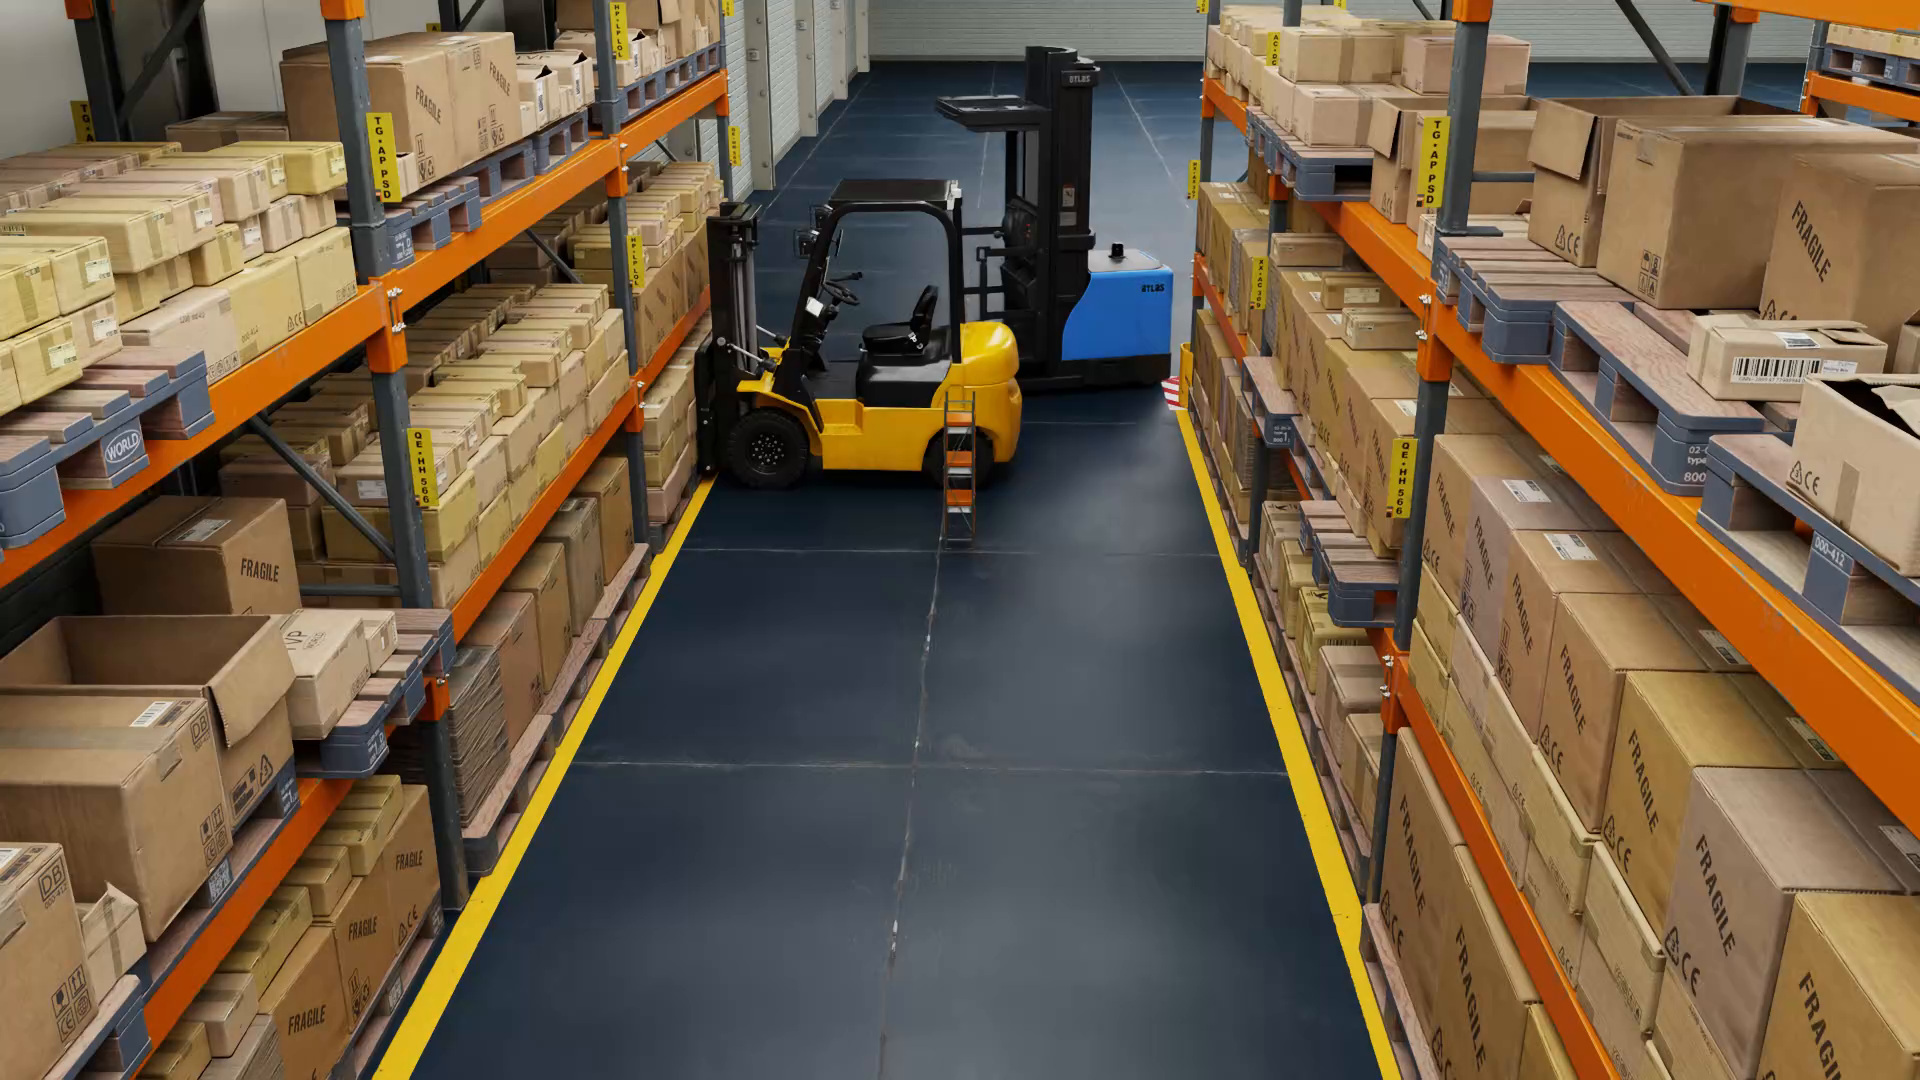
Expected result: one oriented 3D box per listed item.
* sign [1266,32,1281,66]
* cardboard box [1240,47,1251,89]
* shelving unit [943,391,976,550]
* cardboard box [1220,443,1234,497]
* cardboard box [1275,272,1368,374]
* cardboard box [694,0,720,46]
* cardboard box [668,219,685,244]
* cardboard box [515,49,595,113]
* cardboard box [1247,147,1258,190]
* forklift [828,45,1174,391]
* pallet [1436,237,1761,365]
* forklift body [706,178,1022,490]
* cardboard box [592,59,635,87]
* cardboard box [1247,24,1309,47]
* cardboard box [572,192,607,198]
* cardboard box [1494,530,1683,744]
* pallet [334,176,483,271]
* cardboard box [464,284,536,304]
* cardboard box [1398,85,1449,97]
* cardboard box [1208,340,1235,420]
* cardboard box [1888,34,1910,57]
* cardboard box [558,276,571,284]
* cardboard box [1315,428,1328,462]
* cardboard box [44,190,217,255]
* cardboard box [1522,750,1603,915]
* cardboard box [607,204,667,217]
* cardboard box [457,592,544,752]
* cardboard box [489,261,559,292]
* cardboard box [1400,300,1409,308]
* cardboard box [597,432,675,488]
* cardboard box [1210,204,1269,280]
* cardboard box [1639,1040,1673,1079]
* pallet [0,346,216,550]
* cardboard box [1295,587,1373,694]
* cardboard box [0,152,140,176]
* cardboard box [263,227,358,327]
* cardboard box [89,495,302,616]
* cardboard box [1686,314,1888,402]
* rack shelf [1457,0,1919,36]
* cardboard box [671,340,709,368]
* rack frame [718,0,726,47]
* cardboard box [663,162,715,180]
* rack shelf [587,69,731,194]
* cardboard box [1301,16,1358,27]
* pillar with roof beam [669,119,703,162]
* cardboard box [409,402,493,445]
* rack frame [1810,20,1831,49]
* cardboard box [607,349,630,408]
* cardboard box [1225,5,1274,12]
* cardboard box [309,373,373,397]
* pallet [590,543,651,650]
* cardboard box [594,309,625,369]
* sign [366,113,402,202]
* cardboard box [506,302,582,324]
[{"bbox_3d":[1.854,-2.823,9.797,0.100,0.325,0.005,1,21,2],"label":"sign"},{"bbox_3d":[2.185,-3.177,11.220,0.500,0.250,0.500,0,21,1],"label":"cardboard box"},{"bbox_3d":[-0.002,-0.470,11.289,0.215,1.050,0.252,1,21,2],"label":"shelving unit"},{"bbox_3d":[2.152,-0.504,11.901,0.500,0.250,0.500,0,21,0],"label":"cardboard box"},{"bbox_3d":[2.081,-1.214,9.381,0.500,0.500,0.500,1,21,2],"label":"cardboard box"},{"bbox_3d":[-2.214,-4.205,13.215,0.500,0.500,0.500,1,21,3],"label":"cardboard box"},{"bbox_3d":[-2.226,-2.254,12.156,0.380,0.149,0.250,0,21,1],"label":"cardboard box"},{"bbox_3d":[-2.344,-2.569,9.260,0.500,0.311,0.500,0,21,0],"label":"cardboard box"},{"bbox_3d":[2.720,-3.091,13.417,0.700,0.500,0.500,0,21,0],"label":"cardboard box"},{"bbox_3d":[0.344,-2.816,14.735,3.031,2.935,1.130,-5,22,-13],"label":"forklift"},{"bbox_3d":[2.308,-0.811,5.587,1.213,0.211,1.003,2,21,4],"label":"pallet"},{"bbox_3d":[-0.678,-1.579,12.624,2.313,2.155,1.214,1,21,2],"label":"forklift body"},{"bbox_3d":[-2.248,-2.916,10.380,0.380,0.149,0.250,1,21,3],"label":"cardboard box"},{"bbox_3d":[2.160,-3.420,11.296,0.380,0.149,0.250,1,21,2],"label":"cardboard box"},{"bbox_3d":[-2.743,-2.490,12.353,0.380,0.149,0.250,1,21,2],"label":"cardboard box"},{"bbox_3d":[1.978,0.295,5.101,0.500,0.500,0.500,1,21,3],"label":"cardboard box"},{"bbox_3d":[-2.756,-1.344,6.961,1.213,0.211,1.003,2,21,4],"label":"pallet"},{"bbox_3d":[-2.790,-1.458,10.105,0.380,0.149,0.250,0,21,0],"label":"cardboard box"},{"bbox_3d":[2.486,-2.125,8.338,0.500,0.250,0.500,1,21,2],"label":"cardboard box"},{"bbox_3d":[2.182,-1.223,12.717,0.500,0.500,0.500,1,21,3],"label":"cardboard box"},{"bbox_3d":[7.107,-3.647,12.263,0.380,0.149,0.250,1,21,2],"label":"cardboard box"},{"bbox_3d":[-2.822,-1.446,10.970,0.500,0.500,0.500,1,21,1],"label":"cardboard box"},{"bbox_3d":[2.017,-0.495,8.425,0.380,0.149,0.250,0,21,0],"label":"cardboard box"},{"bbox_3d":[-2.436,-0.935,4.890,0.380,0.149,0.250,0,21,0],"label":"cardboard box"},{"bbox_3d":[1.939,0.833,4.751,0.500,0.250,0.500,1,21,3],"label":"cardboard box"},{"bbox_3d":[-2.299,-2.300,11.864,0.380,0.149,0.250,1,21,1],"label":"cardboard box"},{"bbox_3d":[-2.642,0.662,8.378,0.875,0.625,0.625,1,21,3],"label":"cardboard box"},{"bbox_3d":[-2.812,-1.702,10.733,0.380,0.149,0.250,1,21,1],"label":"cardboard box"},{"bbox_3d":[2.576,-1.026,8.897,0.500,0.500,0.500,1,21,3],"label":"cardboard box"},{"bbox_3d":[-2.242,-0.552,11.335,0.500,0.250,0.500,1,21,1],"label":"cardboard box"},{"bbox_3d":[2.199,-2.272,12.689,0.500,0.500,0.500,0,21,1],"label":"cardboard box"},{"bbox_3d":[1.931,1.433,3.897,0.500,0.250,0.500,0,21,1],"label":"cardboard box"},{"bbox_3d":[-2.690,-0.262,4.171,1.213,0.211,1.003,1,21,2],"label":"pallet"},{"bbox_3d":[2.345,0.550,9.017,0.950,0.372,0.625,1,21,3],"label":"cardboard box"},{"bbox_3d":[-3.012,-1.219,5.622,0.380,0.149,0.250,1,21,2],"label":"cardboard box"},{"bbox_3d":[-2.460,-0.928,5.834,0.500,0.250,0.500,0,21,0],"label":"cardboard box"},{"bbox_3d":[-2.859,0.155,6.265,0.500,0.500,0.500,2,21,4],"label":"cardboard box"},{"bbox_3d":[2.060,-0.459,4.160,0.380,0.166,0.250,2,21,6],"label":"cardboard box"},{"bbox_3d":[2.214,-1.286,3.951,1.077,0.370,4.000,1,21,2],"label":"rack shelf"},{"bbox_3d":[-2.184,-1.340,12.673,0.500,0.250,0.500,0,21,1],"label":"cardboard box"},{"bbox_3d":[-2.444,-5.477,13.204,1.000,3.000,0.127,1,21,2],"label":"rack frame"},{"bbox_3d":[-2.244,-3.036,13.760,0.380,0.149,0.250,1,21,2],"label":"cardboard box"},{"bbox_3d":[-2.505,-3.020,12.013,1.077,0.370,4.000,1,21,2],"label":"rack shelf"},{"bbox_3d":[2.659,-3.695,12.004,0.380,0.149,0.250,0,21,0],"label":"cardboard box"},{"bbox_3d":[1.120,-7.357,18.050,9.100,9.000,0.400,1,21,2],"label":"pillar with roof beam"},{"bbox_3d":[-2.399,-0.533,7.721,0.380,0.149,0.250,1,21,2],"label":"cardboard box"},{"bbox_3d":[7.469,-5.406,13.021,1.000,3.000,0.127,1,21,2],"label":"rack frame"},{"bbox_3d":[-2.319,-0.979,10.112,0.500,0.250,0.500,1,21,3],"label":"cardboard box"},{"bbox_3d":[2.303,-4.154,13.185,0.380,0.149,0.250,0,21,1],"label":"cardboard box"},{"bbox_3d":[-2.967,-0.719,8.201,0.380,0.149,0.250,0,21,1],"label":"cardboard box"},{"bbox_3d":[-2.549,0.333,10.379,1.003,0.211,1.213,1,21,2],"label":"pallet"},{"bbox_3d":[-2.325,-1.216,10.034,0.500,0.250,0.500,0,21,0],"label":"cardboard box"},{"bbox_3d":[-2.145,-1.420,6.181,0.100,0.325,0.005,1,21,2],"label":"sign"},{"bbox_3d":[-2.404,-1.275,9.634,0.380,0.149,0.250,1,21,2],"label":"cardboard box"}]
